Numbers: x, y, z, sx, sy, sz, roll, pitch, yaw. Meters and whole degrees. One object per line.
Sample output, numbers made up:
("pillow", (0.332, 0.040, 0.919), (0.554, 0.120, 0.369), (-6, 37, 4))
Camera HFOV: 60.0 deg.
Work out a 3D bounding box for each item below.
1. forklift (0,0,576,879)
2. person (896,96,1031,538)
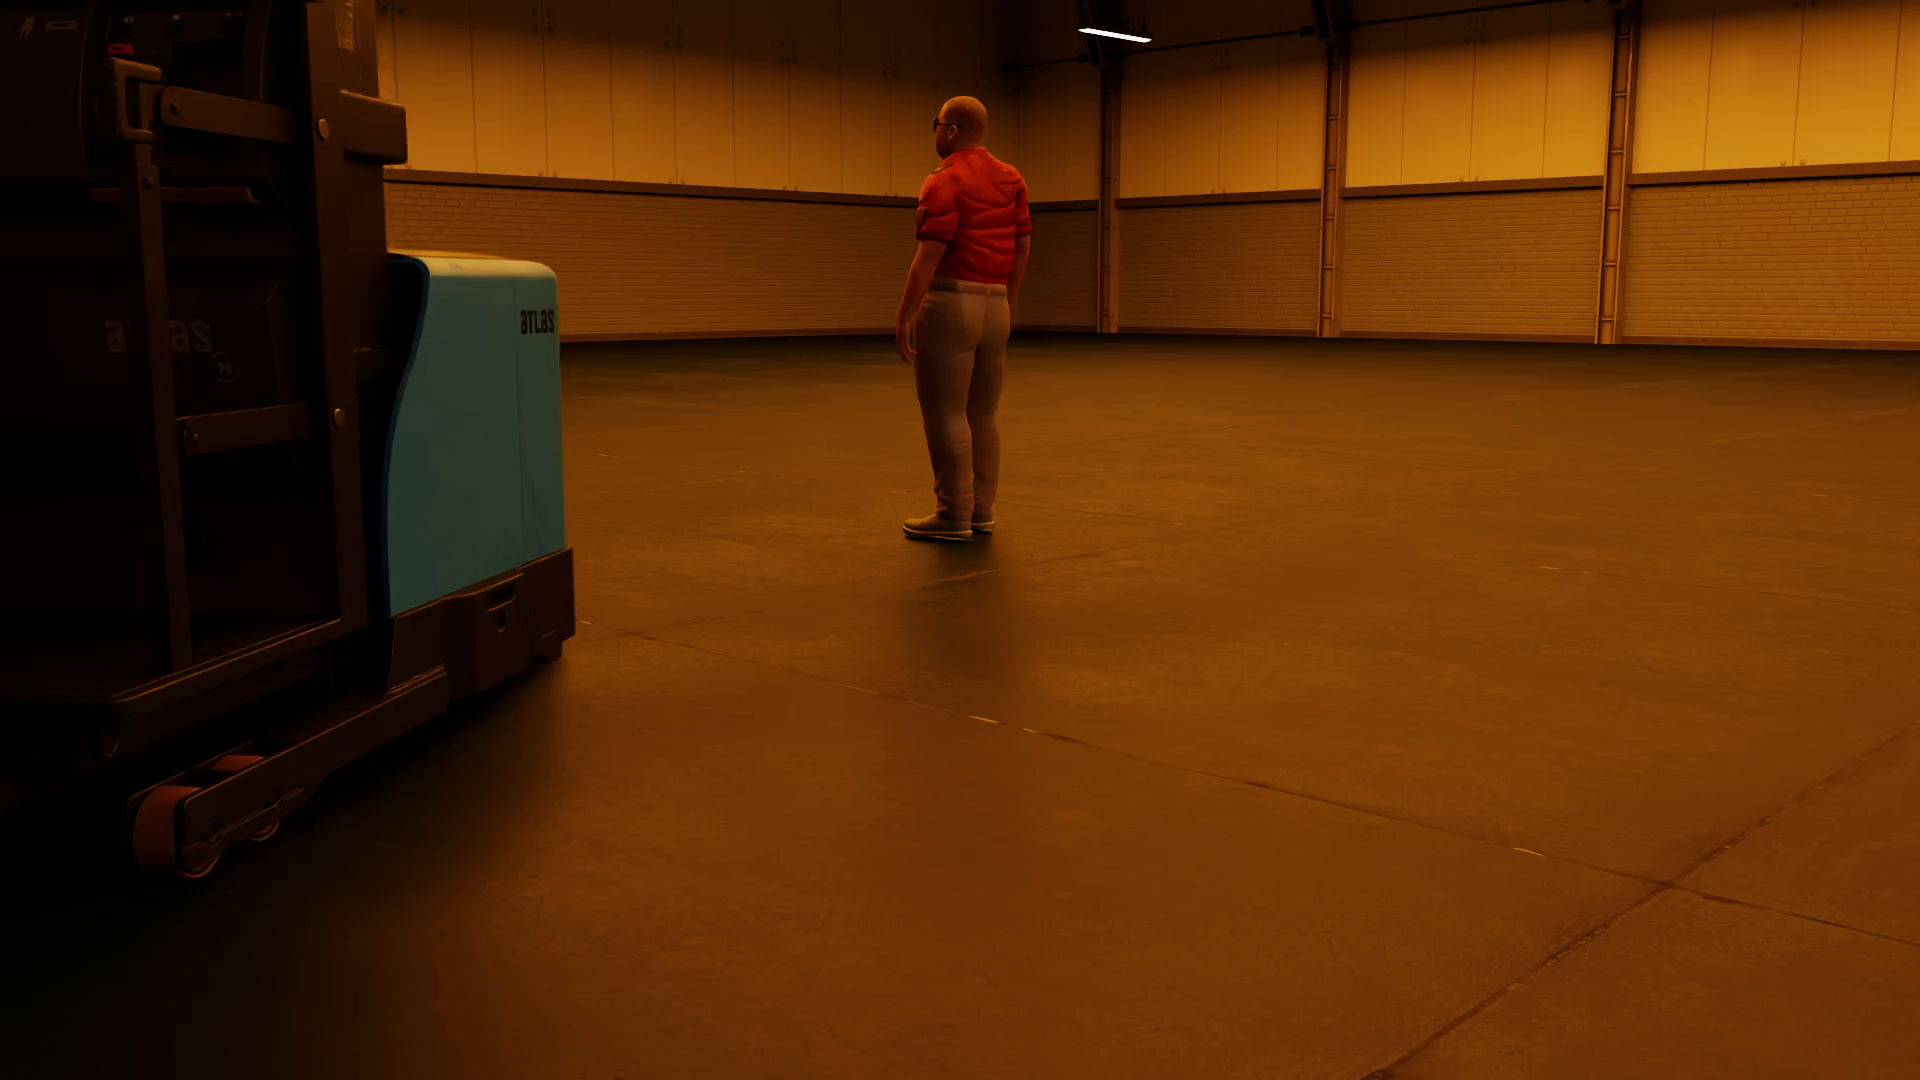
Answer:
("forklift", (-1.786, -0.923, 3.001), (1.130, 2.935, 3.031), (1, 9, 9))
("person", (-0.056, -0.872, 6.658), (0.551, 1.727, 0.640), (8, 12, 43))
